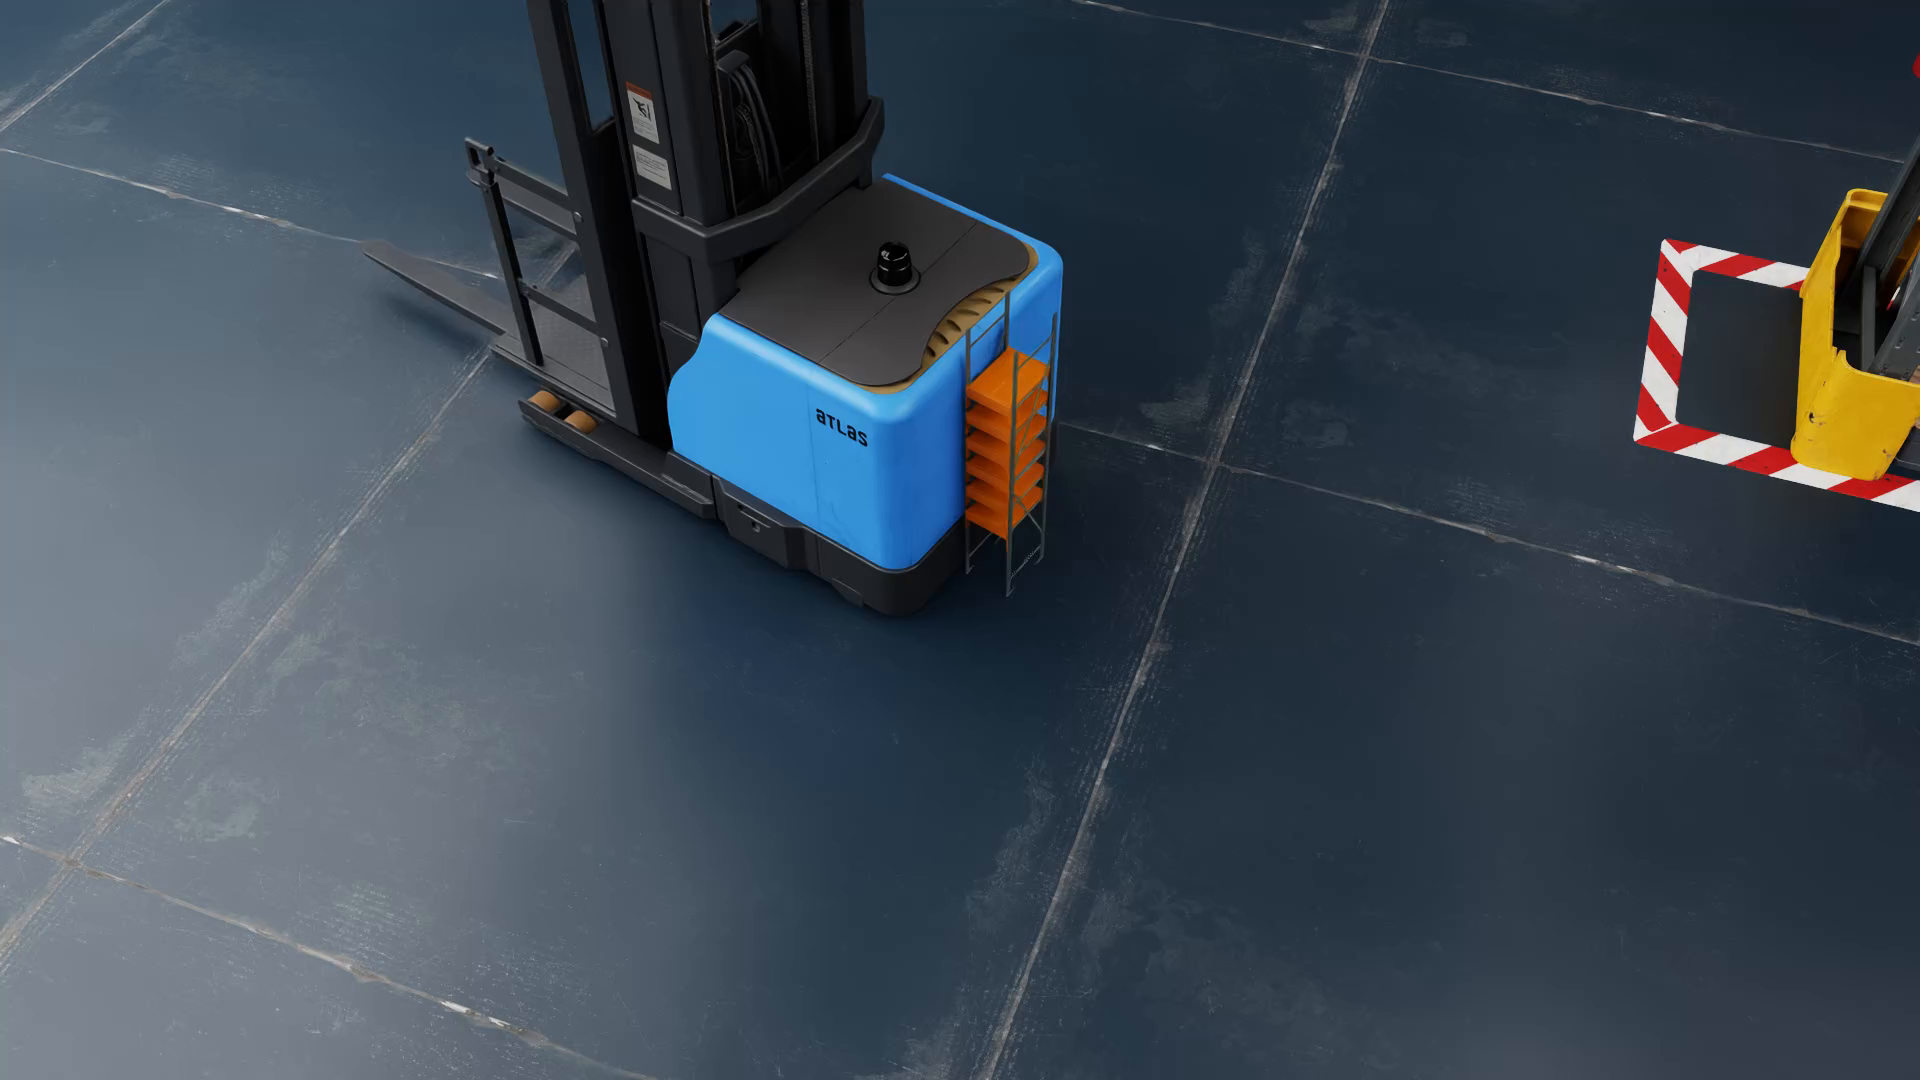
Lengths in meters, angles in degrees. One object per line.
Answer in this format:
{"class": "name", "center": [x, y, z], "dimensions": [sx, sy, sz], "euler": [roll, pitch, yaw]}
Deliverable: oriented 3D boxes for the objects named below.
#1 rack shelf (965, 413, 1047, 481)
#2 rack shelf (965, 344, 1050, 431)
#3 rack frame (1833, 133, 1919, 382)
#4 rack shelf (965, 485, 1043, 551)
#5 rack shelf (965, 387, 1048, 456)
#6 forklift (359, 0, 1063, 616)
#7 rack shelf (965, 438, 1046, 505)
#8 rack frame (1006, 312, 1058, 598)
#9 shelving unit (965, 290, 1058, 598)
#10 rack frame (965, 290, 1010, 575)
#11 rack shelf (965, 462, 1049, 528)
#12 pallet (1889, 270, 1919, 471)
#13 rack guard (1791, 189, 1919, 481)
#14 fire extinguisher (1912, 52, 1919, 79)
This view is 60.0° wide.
{"class": "rack shelf", "center": [0.164, -0.347, 5.657], "dimensions": [0.180, 0.103, 0.258], "euler": [28, 55, 22]}
{"class": "rack shelf", "center": [0.164, -0.504, 5.475], "dimensions": [0.180, 0.103, 0.258], "euler": [28, 55, 22]}
{"class": "rack frame", "center": [3.638, -1.649, 5.694], "dimensions": [0.127, 3.000, 1.000], "euler": [16, 51, 13]}
{"class": "rack shelf", "center": [0.164, -0.111, 5.929], "dimensions": [0.180, 0.103, 0.258], "euler": [28, 55, 22]}
{"class": "rack shelf", "center": [0.164, -0.425, 5.566], "dimensions": [0.180, 0.103, 0.258], "euler": [28, 55, 22]}
{"class": "forklift", "center": [-1.123, -1.599, 5.696], "dimensions": [3.031, 2.935, 1.130], "euler": [28, 55, 22]}
{"class": "rack shelf", "center": [0.164, -0.268, 5.747], "dimensions": [0.180, 0.103, 0.258], "euler": [28, 55, 22]}
{"class": "rack frame", "center": [0.238, -0.257, 5.679], "dimensions": [0.006, 1.200, 0.240], "euler": [28, 55, 22]}
{"class": "shelving unit", "center": [0.164, -0.297, 5.714], "dimensions": [0.189, 1.200, 0.258], "euler": [28, 55, 22]}
{"class": "rack frame", "center": [0.090, -0.338, 5.749], "dimensions": [0.006, 1.200, 0.240], "euler": [28, 55, 22]}
{"class": "rack shelf", "center": [0.164, -0.190, 5.838], "dimensions": [0.180, 0.103, 0.258], "euler": [28, 55, 22]}
{"class": "pallet", "center": [4.370, -0.565, 6.600], "dimensions": [1.213, 0.211, 1.003], "euler": [16, 51, 13]}
{"class": "rack guard", "center": [3.616, -0.836, 6.644], "dimensions": [0.348, 0.500, 1.175], "euler": [16, 51, 13]}
{"class": "fire extinguisher", "center": [3.688, -1.983, 6.035], "dimensions": [0.183, 0.674, 0.296], "euler": [16, 51, 13]}
